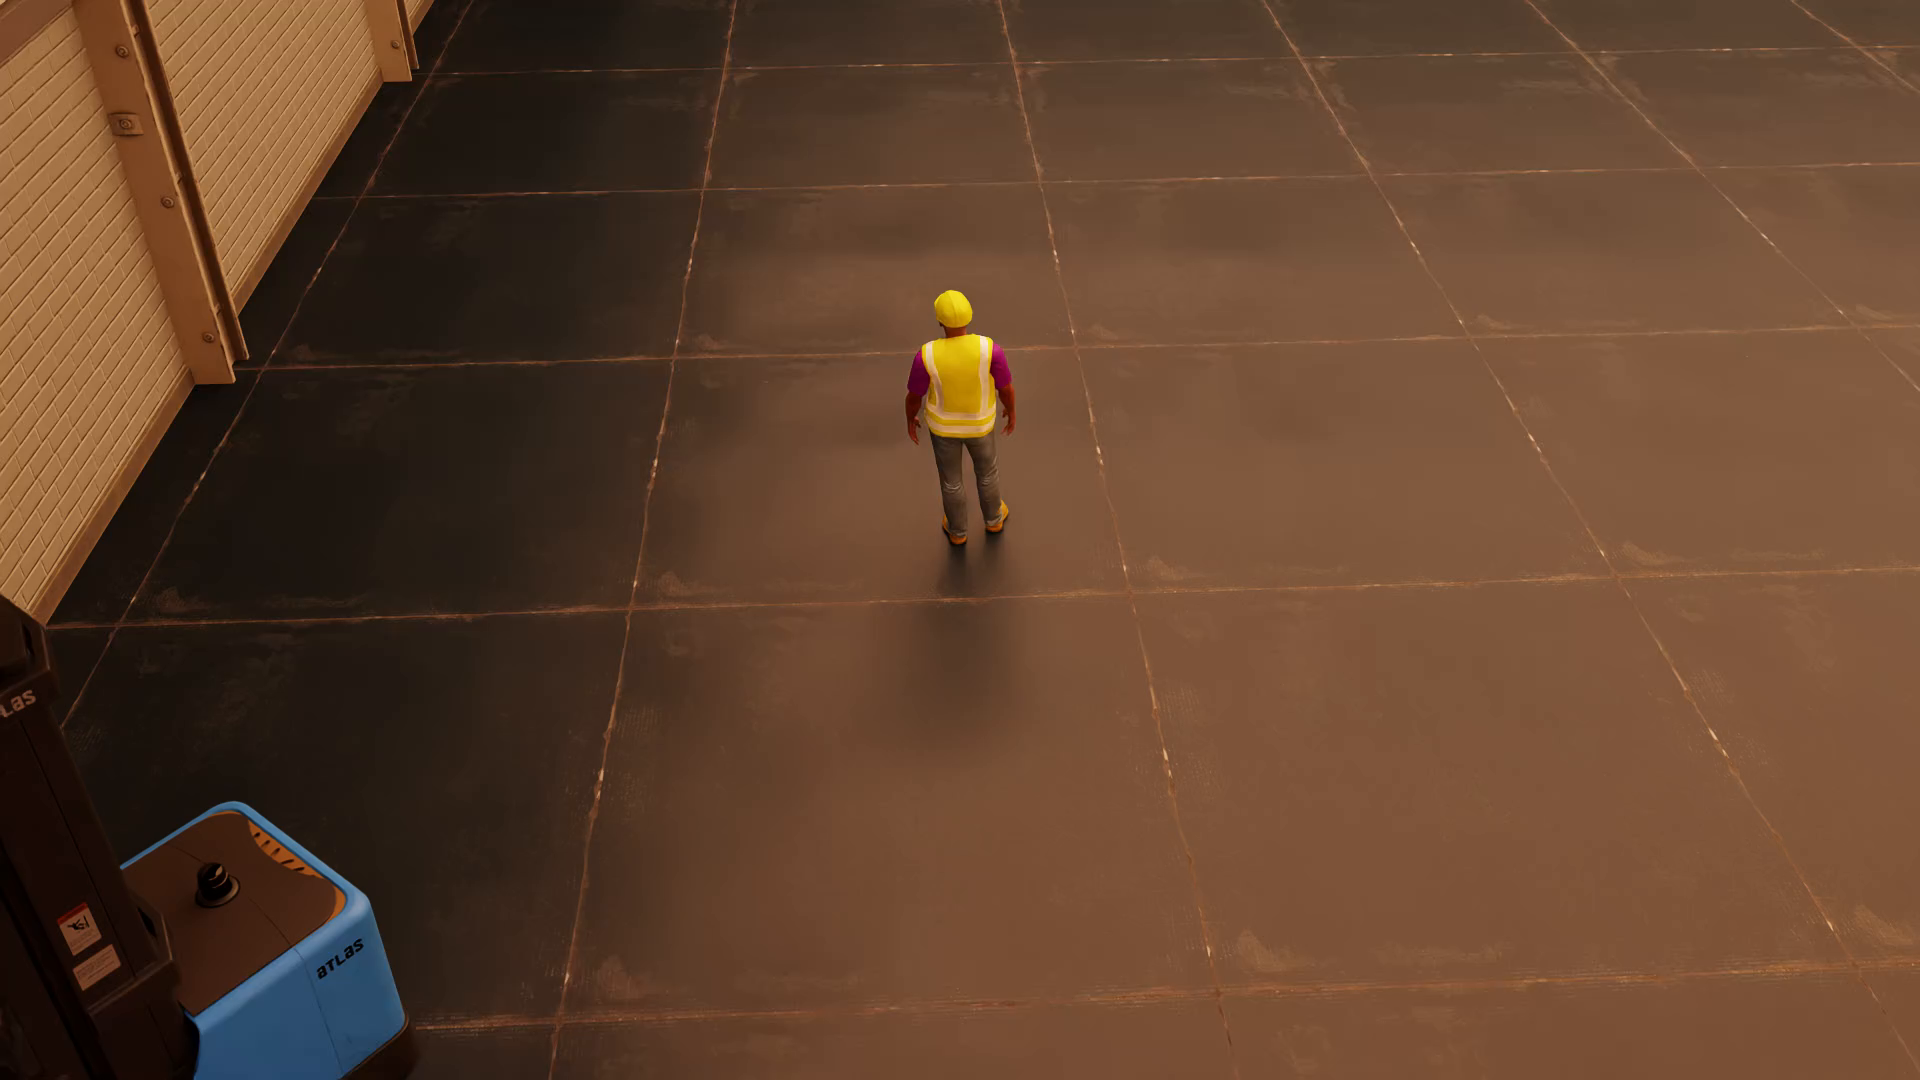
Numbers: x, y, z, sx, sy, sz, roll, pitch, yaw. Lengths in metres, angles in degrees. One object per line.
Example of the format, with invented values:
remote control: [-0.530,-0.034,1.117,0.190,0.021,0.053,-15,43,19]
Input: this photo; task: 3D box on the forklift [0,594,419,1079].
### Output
forklift: [-3.667,1.642,5.756,1.130,2.935,3.031,25,43,30]

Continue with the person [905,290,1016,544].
person: [0.003,-0.761,10.032,0.665,1.765,0.577,-2,36,-2]
